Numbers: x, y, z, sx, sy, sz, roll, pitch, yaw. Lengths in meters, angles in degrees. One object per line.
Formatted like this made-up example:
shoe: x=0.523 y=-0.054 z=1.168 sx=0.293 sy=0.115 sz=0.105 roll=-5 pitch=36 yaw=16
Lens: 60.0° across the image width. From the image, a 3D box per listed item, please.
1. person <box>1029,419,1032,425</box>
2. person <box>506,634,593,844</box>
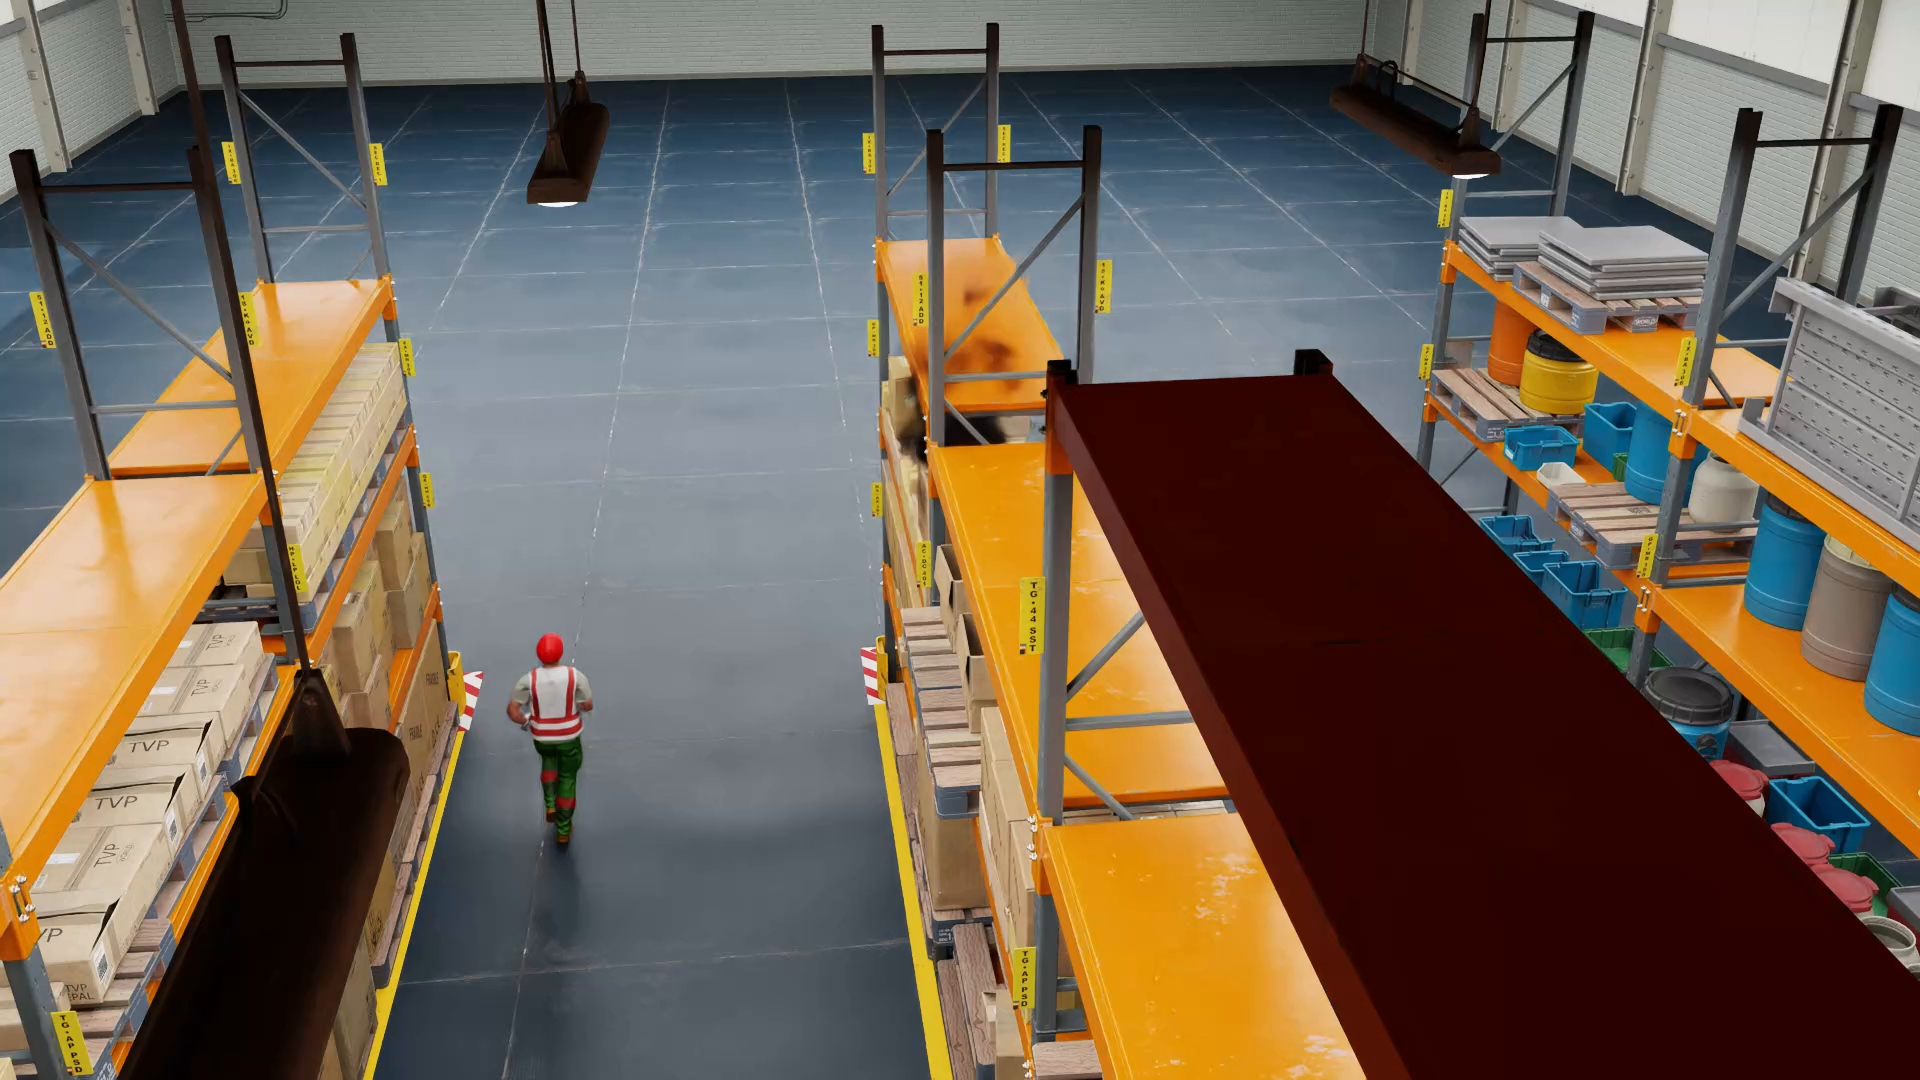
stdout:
person: x=0.415 y=-1.987 z=20.651 sx=0.966 sy=1.741 sz=0.713 roll=7 pitch=26 yaw=14
person: x=-3.210 y=1.527 z=13.247 sx=0.628 sy=1.784 sz=0.692 roll=-1 pitch=26 yaw=-3
